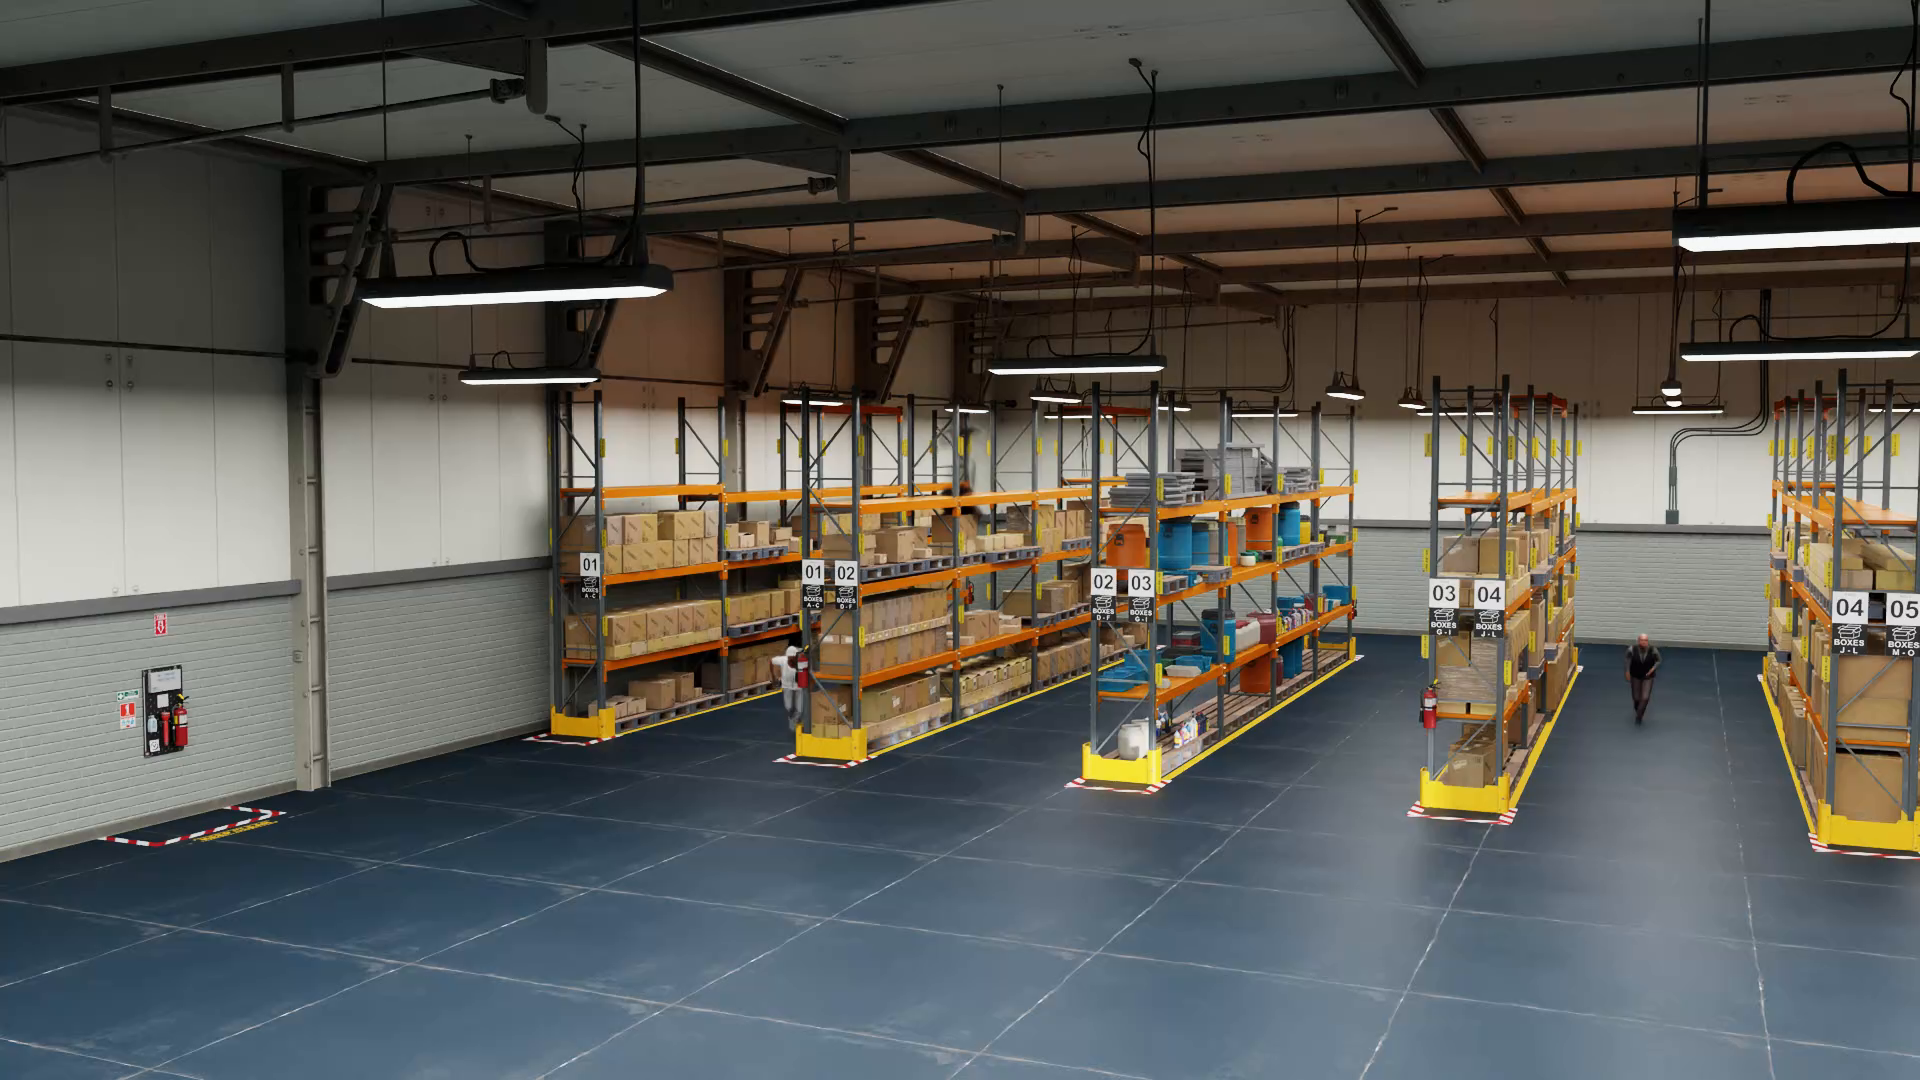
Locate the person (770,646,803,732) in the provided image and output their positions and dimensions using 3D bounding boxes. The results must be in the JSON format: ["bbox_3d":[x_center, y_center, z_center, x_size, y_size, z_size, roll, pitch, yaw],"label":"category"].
[{"bbox_3d":[-2.950,2.603,28.938,0.739,1.579,0.892,0,3,-2],"label":"person"}]

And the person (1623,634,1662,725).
[{"bbox_3d":[12.428,2.523,30.310,0.653,1.660,0.769,1,3,17],"label":"person"}]

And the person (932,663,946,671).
[{"bbox_3d":[-0.462,2.219,35.210,0.554,1.679,0.632,1,3,24],"label":"person"}]
